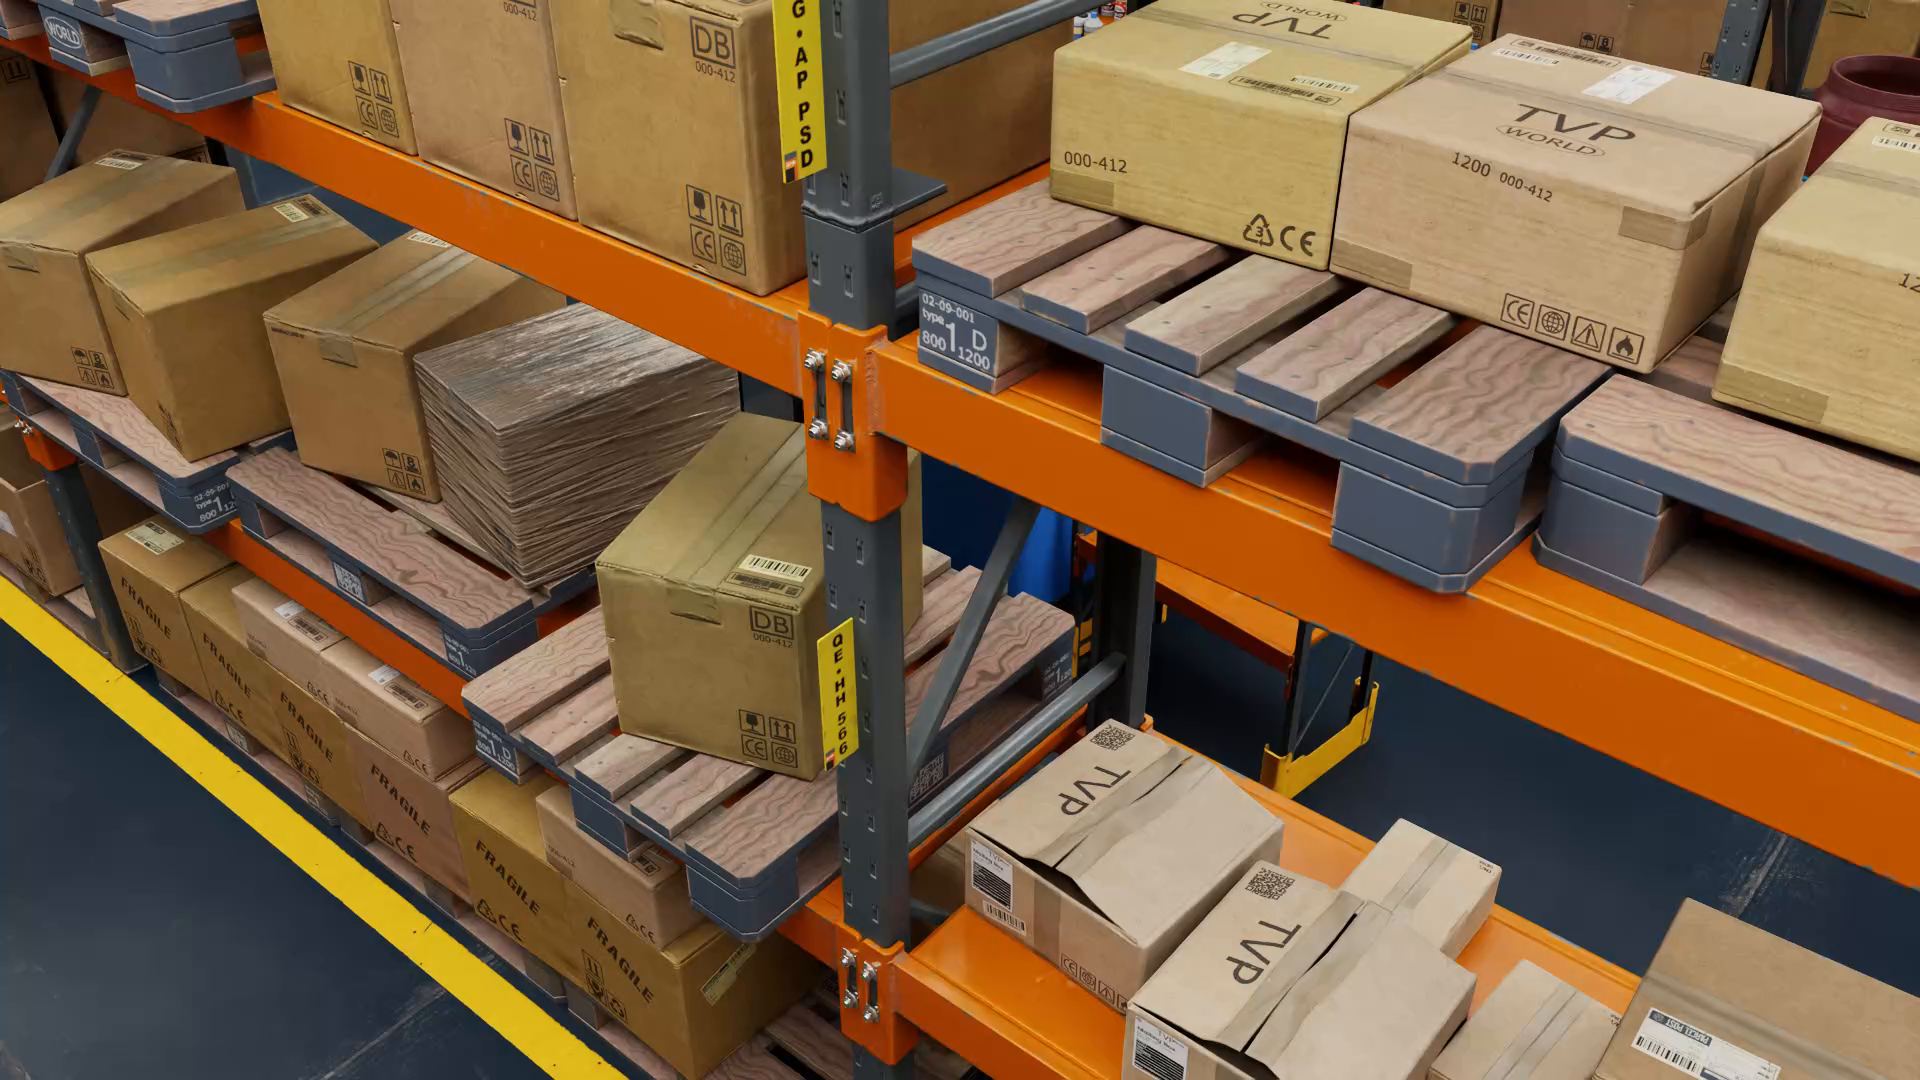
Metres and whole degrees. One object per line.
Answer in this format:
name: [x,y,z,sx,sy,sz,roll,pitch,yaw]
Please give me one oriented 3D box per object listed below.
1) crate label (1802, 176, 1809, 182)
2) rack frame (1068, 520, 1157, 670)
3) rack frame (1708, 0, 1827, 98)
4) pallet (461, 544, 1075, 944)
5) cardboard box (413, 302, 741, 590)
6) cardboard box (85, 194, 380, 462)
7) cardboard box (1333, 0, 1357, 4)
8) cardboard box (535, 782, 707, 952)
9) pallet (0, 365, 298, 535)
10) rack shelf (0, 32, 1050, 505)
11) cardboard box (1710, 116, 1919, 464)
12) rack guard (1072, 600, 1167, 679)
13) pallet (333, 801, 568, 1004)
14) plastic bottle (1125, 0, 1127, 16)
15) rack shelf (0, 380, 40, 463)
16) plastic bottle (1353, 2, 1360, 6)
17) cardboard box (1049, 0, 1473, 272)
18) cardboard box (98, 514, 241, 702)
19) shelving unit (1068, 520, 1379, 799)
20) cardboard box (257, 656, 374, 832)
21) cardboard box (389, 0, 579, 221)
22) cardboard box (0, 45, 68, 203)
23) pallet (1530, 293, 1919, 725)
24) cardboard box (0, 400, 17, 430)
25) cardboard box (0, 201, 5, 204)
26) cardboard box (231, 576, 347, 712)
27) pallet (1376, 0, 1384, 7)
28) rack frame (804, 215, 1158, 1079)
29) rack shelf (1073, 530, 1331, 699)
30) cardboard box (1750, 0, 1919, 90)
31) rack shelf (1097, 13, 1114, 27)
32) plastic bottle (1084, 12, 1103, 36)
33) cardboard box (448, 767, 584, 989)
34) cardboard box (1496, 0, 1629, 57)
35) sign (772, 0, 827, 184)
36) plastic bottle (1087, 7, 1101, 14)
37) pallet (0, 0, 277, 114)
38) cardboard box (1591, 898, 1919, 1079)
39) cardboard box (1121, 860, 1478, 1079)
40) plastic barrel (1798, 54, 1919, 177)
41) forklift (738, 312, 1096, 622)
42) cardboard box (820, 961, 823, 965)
crate label: [3.364,-1.263,6.588,0.416,0.233,0.303,25,42,32]
rack frame: [0.605,-0.199,6.215,0.500,1.500,0.032,-28,43,-34]
rack frame: [3.280,-1.648,7.000,0.127,3.000,1.000,25,42,32]
pallet: [-0.458,0.370,4.231,1.003,0.211,1.213,25,42,32]
cardboard box: [-1.029,-0.302,4.581,0.700,0.500,0.500,-25,42,-31]
cardboard box: [-2.176,-0.667,5.112,0.700,0.500,0.500,-26,42,-33]
cardboard box: [2.919,-4.823,13.129,0.875,0.875,0.875,25,42,32]
cardboard box: [-0.807,0.790,4.606,0.500,0.250,0.500,27,43,33]
pallet: [-2.422,-0.527,5.537,1.213,0.211,1.003,25,42,32]
rack shelf: [-1.429,-1.159,4.273,4.000,0.370,1.077,25,42,32]
cardboard box: [1.340,-0.308,2.161,0.500,0.250,0.500,24,41,31]
rack guard: [0.606,0.316,6.568,0.587,0.250,0.087,-28,43,-34]
pallet: [-1.375,0.926,5.715,1.213,0.211,1.003,25,42,32]
plastic bottle: [0.931,-2.820,8.881,0.097,0.201,0.097,0,34,0]
rack shelf: [-4.503,-1.371,7.232,4.000,0.370,1.077,25,42,32]
plastic bottle: [1.968,-2.487,8.265,0.185,0.351,0.144,25,42,32]
cardboard box: [0.493,-0.702,2.735,0.500,0.250,0.500,22,40,29]
cardboard box: [-2.750,0.187,6.147,0.500,0.500,0.500,23,41,30]
shelving unit: [0.947,0.007,5.915,0.587,1.500,1.083,-28,43,-34]
cardboard box: [-1.954,0.560,5.605,0.500,0.500,0.500,26,42,32]
cardboard box: [-0.641,-1.100,3.464,0.500,0.500,0.910,25,42,32]
cardboard box: [-3.520,-1.467,5.765,0.500,0.500,0.500,25,42,32]
pallet: [1.548,-0.042,2.179,1.213,0.211,1.003,27,43,34]
cardboard box: [-4.162,-0.371,7.127,0.500,0.311,0.500,25,42,32]
cardboard box: [-3.514,-1.054,6.047,0.500,0.500,0.500,26,42,33]
cardboard box: [-1.982,0.240,5.408,0.500,0.250,0.500,25,42,32]
pallet: [2.841,-4.412,13.488,1.213,0.211,1.003,25,42,32]
rack frame: [0.108,0.506,3.864,0.127,3.000,1.000,25,42,32]
rack shelf: [0.953,0.159,6.011,0.538,0.185,1.000,-28,43,-34]
cardboard box: [5.932,-3.359,10.998,0.875,0.875,1.225,23,41,30]
rack shelf: [1.743,-2.076,8.259,4.000,0.370,1.077,25,42,32]
plastic bottle: [0.671,-2.524,8.389,0.097,0.271,0.097,0,34,0]
cardboard box: [-1.158,0.930,5.065,0.500,0.500,0.500,24,41,30]
cardboard box: [4.567,-4.003,11.935,0.875,0.875,1.225,24,41,30]
sign: [-0.241,-0.709,2.526,0.005,0.325,0.100,25,42,32]
plastic bottle: [0.716,-3.044,9.142,0.135,0.276,0.152,25,42,32]
pallet: [-1.711,-1.461,4.244,1.003,0.211,1.213,25,42,32]
cardboard box: [1.408,1.065,2.961,0.500,0.500,0.500,23,41,29]
cardboard box: [0.671,0.951,3.295,0.500,0.311,0.500,25,42,31]
plastic barrel: [3.831,-1.668,6.909,0.708,0.536,0.600,25,42,32]
forklift: [-0.426,-1.467,6.797,1.130,2.935,3.031,-28,43,-34]
cardboard box: [-0.465,0.878,5.141,0.500,0.500,0.500,24,41,30]
